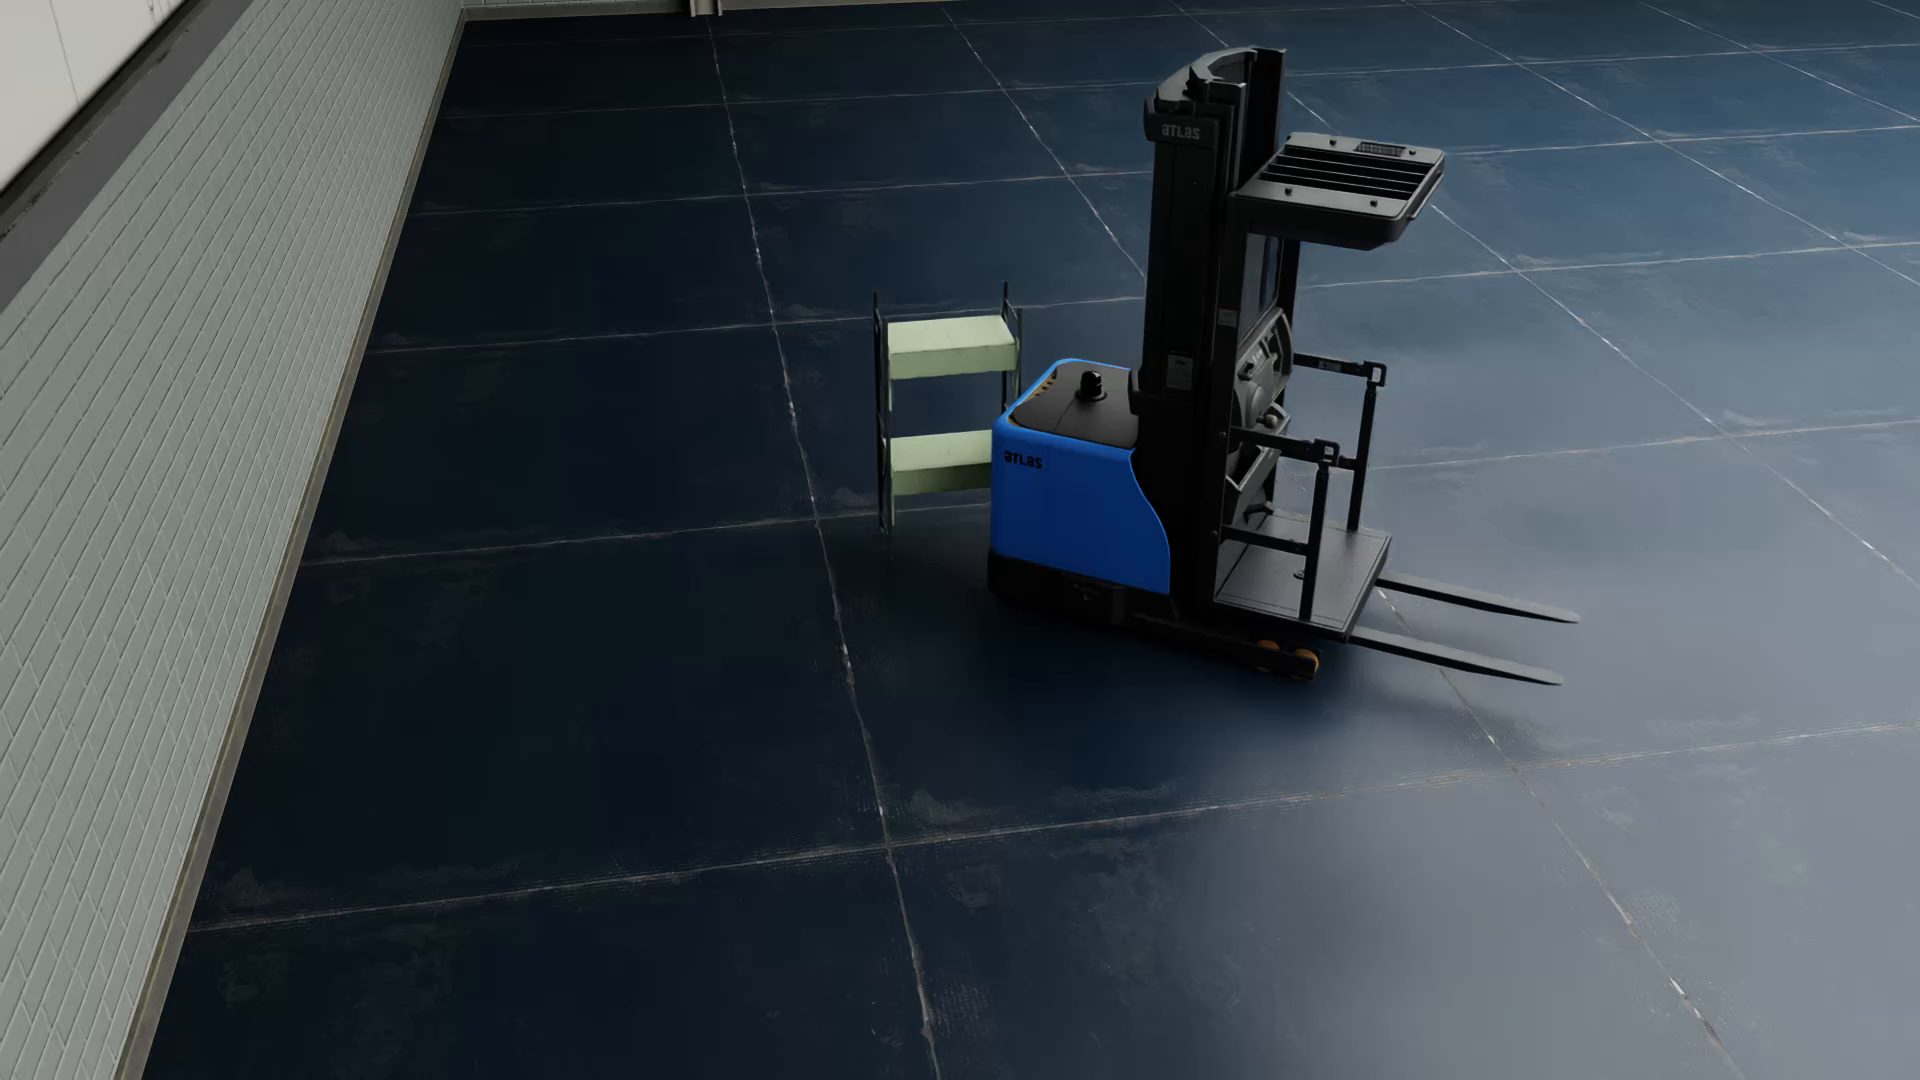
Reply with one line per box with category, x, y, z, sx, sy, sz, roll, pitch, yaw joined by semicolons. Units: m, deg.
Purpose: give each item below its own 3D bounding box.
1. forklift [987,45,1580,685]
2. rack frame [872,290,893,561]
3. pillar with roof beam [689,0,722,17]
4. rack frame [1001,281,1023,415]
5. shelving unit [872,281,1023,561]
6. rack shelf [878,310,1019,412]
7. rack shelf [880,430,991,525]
forklift;1.709;-0.846;8.296;3.031;2.935;1.130;13;33;21
rack frame;-0.432;-0.624;9.332;0.023;1.500;0.400;-6;31;-9
pillar with roof beam;-2.456;-8.433;15.214;0.400;9.000;9.100;-5;31;-9
rack frame;0.287;-0.695;9.452;0.023;1.500;0.400;-6;31;-9
shelving unit;-0.072;-0.659;9.392;0.755;1.500;0.431;-6;31;-9
rack shelf;-0.072;-0.996;9.194;0.720;0.370;0.431;-6;31;-9
rack shelf;-0.072;-0.378;9.557;0.720;0.370;0.431;-6;31;-9
